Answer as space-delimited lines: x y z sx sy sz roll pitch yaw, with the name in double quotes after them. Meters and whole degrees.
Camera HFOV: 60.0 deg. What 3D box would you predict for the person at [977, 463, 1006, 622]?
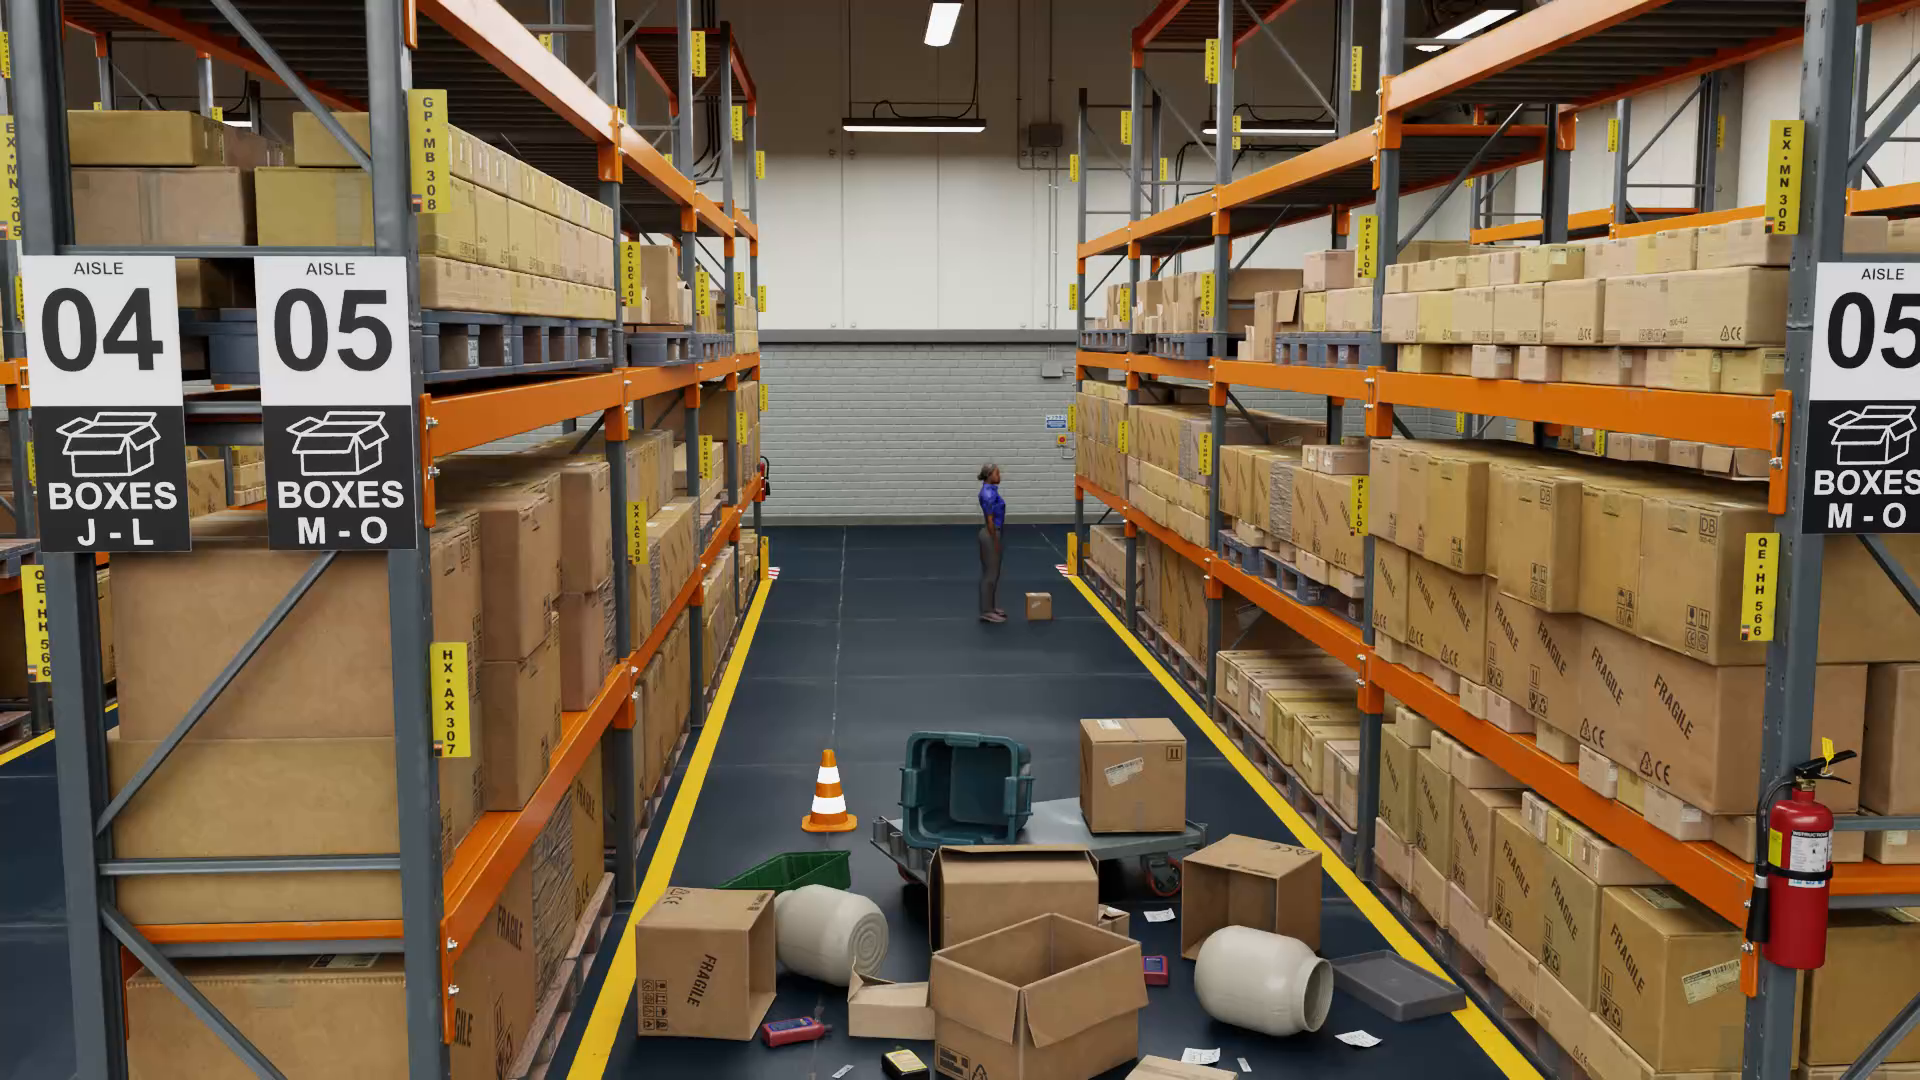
0.341 0.017 17.643 0.317 1.675 0.486 0 7 -4 "person"
